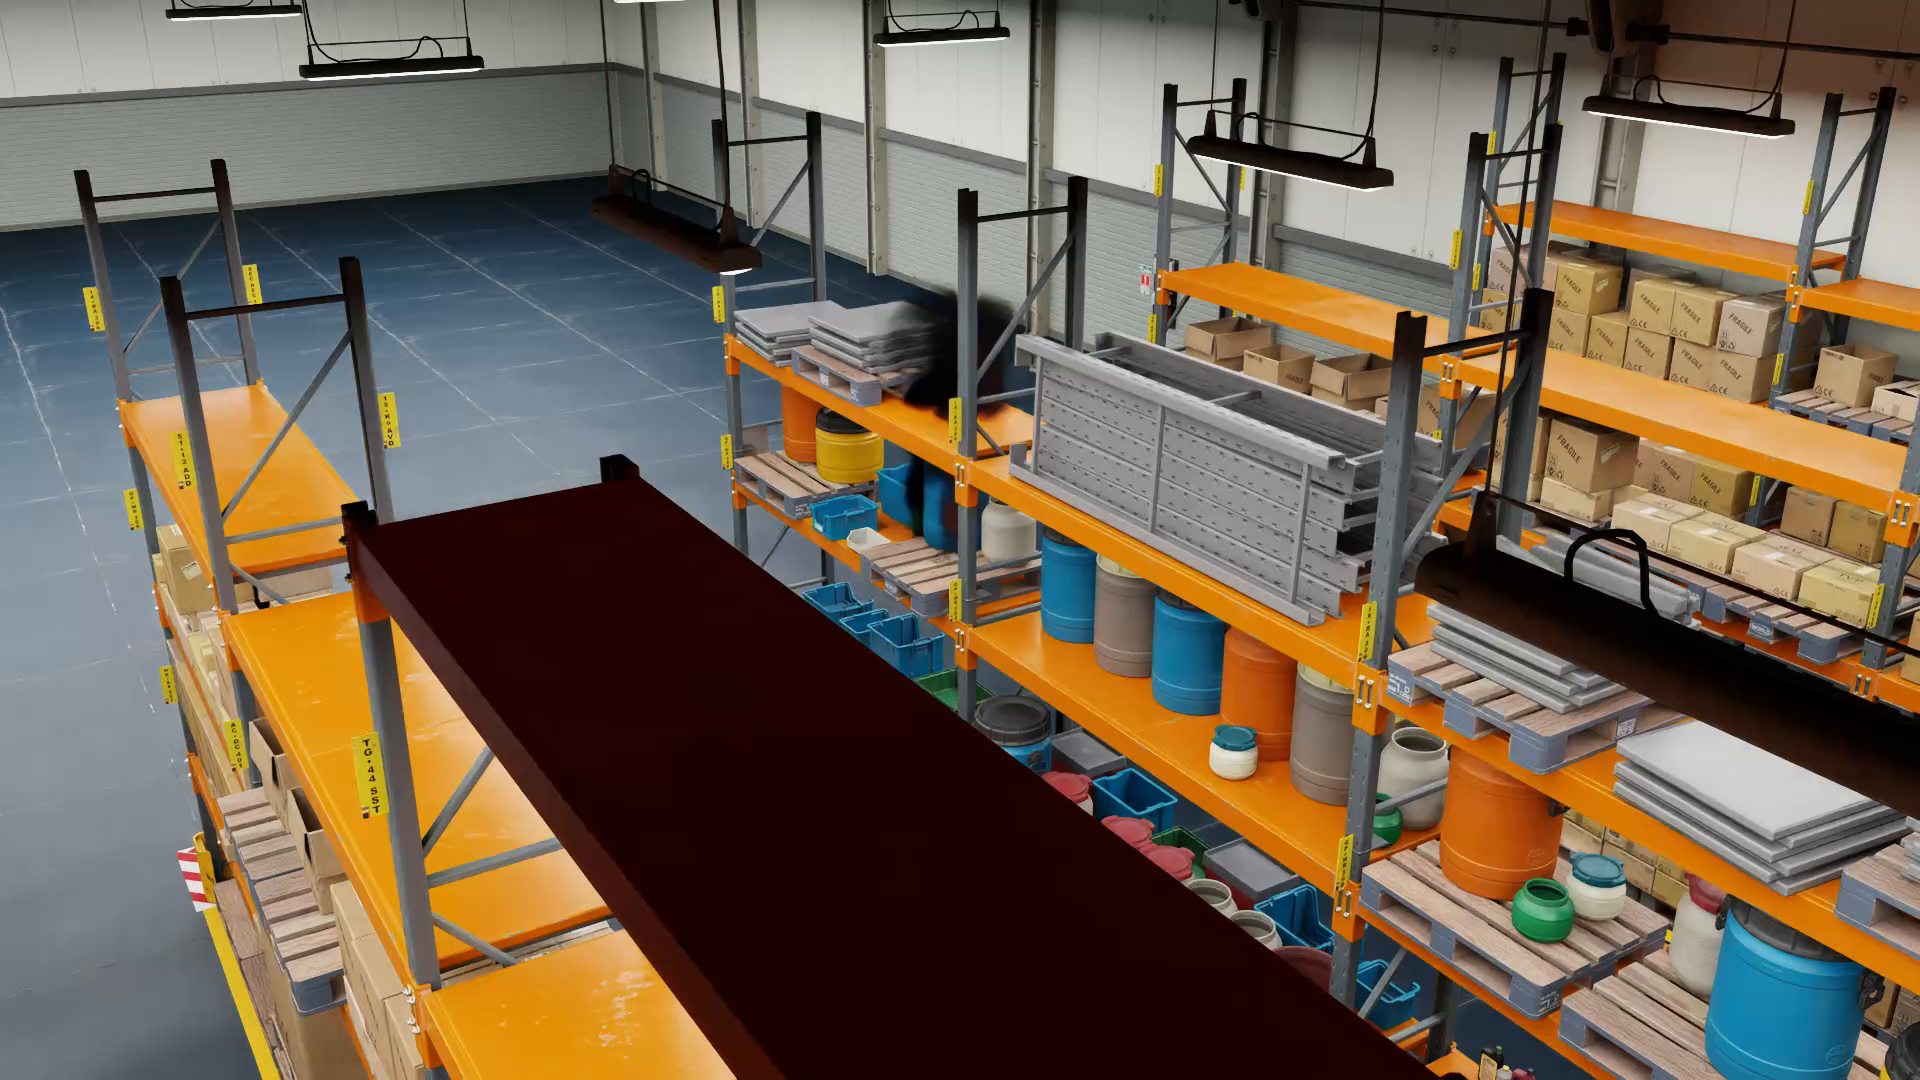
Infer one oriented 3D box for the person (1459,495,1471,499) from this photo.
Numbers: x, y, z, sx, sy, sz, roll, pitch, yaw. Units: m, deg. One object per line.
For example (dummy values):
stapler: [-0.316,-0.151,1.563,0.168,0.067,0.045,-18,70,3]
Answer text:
person: [5.571,0.250,18.333,1.027,1.748,0.723,9,24,21]
